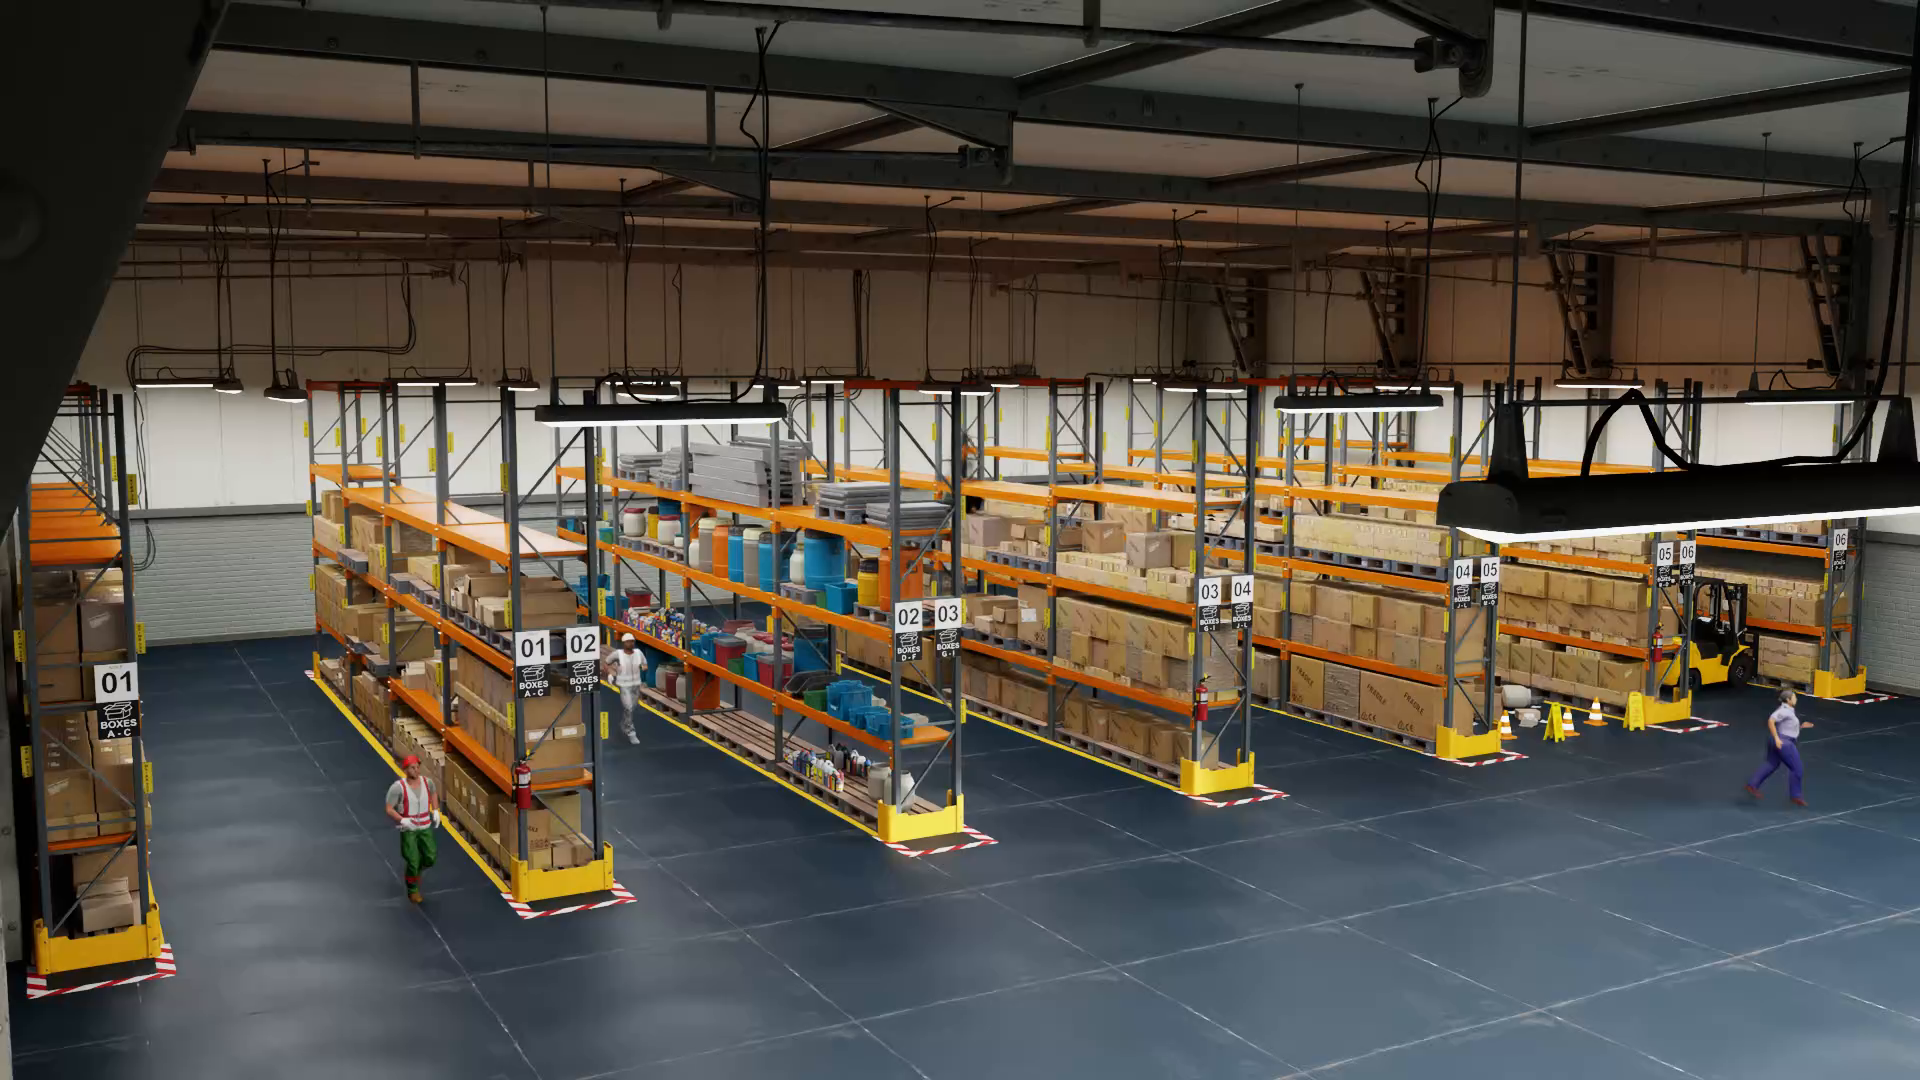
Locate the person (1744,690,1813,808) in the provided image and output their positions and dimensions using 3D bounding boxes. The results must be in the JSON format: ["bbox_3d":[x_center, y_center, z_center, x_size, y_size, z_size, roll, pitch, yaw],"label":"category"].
[{"bbox_3d":[11.754,2.973,23.827,0.838,1.694,0.580,1,6,14],"label":"person"}]

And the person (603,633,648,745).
[{"bbox_3d":[-5.554,2.462,27.885,0.671,1.819,0.897,-5,8,-40],"label":"person"}]

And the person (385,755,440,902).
[{"bbox_3d":[-6.408,3.386,19.574,0.690,1.746,0.619,-6,8,-43],"label":"person"}]

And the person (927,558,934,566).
[{"bbox_3d":[-0.751,1.158,41.337,0.487,1.602,0.640,-6,8,-44],"label":"person"}]
